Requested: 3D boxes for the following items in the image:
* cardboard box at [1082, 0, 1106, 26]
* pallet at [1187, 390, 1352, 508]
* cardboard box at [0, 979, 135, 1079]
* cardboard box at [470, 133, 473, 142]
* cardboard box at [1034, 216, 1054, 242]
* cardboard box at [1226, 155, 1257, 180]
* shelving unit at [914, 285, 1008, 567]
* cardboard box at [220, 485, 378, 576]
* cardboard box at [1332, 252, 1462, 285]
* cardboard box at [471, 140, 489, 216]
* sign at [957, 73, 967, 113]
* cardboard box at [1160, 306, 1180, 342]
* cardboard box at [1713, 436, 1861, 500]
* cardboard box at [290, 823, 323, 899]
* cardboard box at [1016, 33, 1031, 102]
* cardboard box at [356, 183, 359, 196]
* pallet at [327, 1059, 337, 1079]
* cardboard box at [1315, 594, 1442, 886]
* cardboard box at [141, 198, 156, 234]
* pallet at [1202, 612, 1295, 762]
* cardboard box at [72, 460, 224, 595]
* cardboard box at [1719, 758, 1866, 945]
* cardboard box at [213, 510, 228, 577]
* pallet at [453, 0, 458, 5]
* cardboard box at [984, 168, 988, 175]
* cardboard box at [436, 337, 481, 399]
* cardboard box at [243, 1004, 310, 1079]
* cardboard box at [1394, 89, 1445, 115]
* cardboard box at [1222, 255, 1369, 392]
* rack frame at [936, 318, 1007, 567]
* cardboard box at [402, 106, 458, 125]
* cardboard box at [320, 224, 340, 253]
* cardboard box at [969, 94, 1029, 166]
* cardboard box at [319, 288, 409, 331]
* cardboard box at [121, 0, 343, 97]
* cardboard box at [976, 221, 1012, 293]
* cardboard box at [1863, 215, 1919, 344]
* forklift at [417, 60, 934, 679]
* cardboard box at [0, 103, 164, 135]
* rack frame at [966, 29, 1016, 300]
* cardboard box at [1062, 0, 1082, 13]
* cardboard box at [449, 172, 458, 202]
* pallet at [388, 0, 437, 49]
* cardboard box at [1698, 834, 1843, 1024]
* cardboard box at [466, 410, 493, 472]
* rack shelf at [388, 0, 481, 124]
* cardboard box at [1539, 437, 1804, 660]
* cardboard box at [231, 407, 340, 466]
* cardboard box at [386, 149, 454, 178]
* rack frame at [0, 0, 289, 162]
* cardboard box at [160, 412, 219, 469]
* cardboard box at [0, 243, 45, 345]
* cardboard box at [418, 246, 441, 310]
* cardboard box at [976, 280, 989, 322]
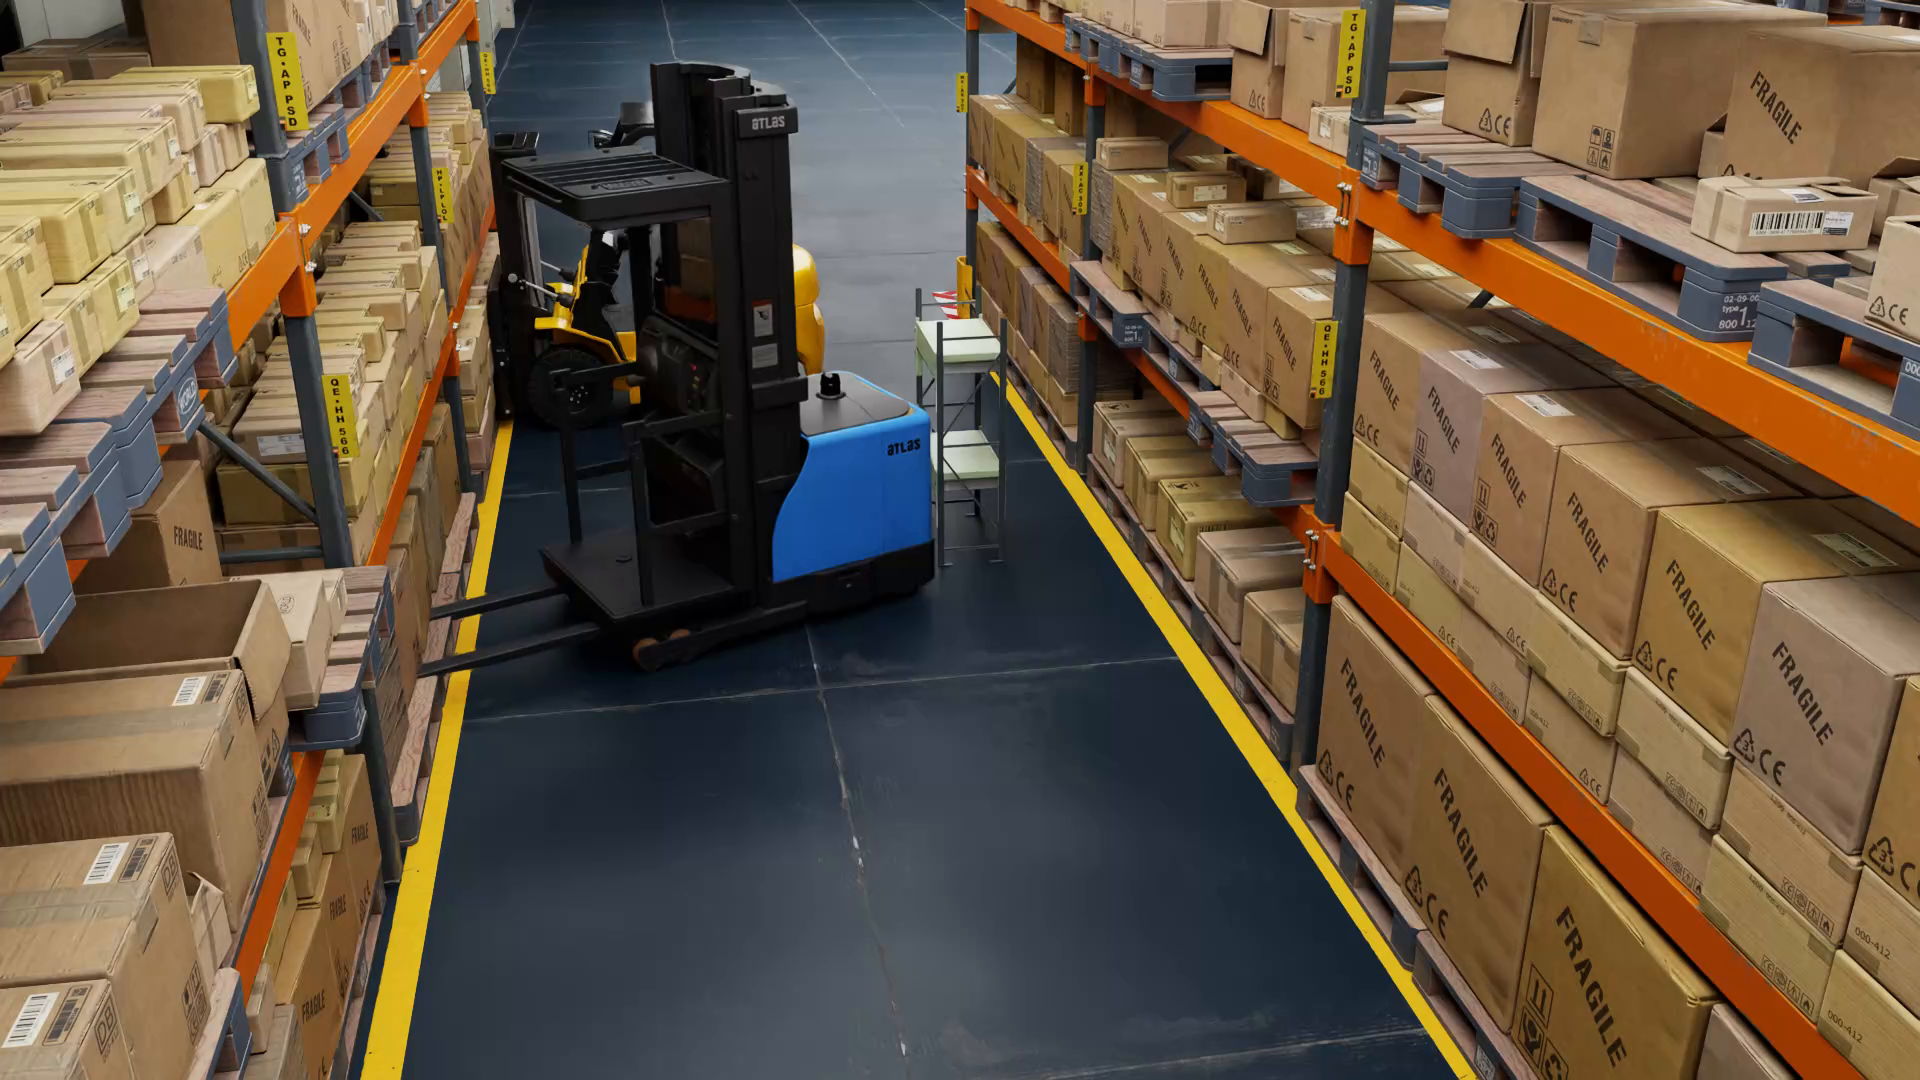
[{"bbox_3d":[1.008,-3.102,9.520,0.500,0.250,0.500,-5,24,-11],"label":"cardboard box"},{"bbox_3d":[1.797,-0.474,7.828,1.213,0.211,1.003,-4,24,-10],"label":"pallet"},{"bbox_3d":[-1.974,1.207,3.088,0.700,0.500,0.500,-4,24,-8],"label":"cardboard box"},{"bbox_3d":[-3.920,-3.090,12.642,0.380,0.149,0.250,-4,24,-9],"label":"cardboard box"},{"bbox_3d":[0.744,-2.251,11.971,0.380,0.149,0.250,-5,24,-11],"label":"cardboard box"},{"bbox_3d":[1.741,-2.100,9.479,0.380,0.149,0.250,-5,24,-11],"label":"cardboard box"},{"bbox_3d":[-0.001,-0.690,9.956,0.431,1.500,0.755,-4,24,-10],"label":"shelving unit"},{"bbox_3d":[-2.686,-0.045,6.792,0.500,0.250,0.500,-4,24,-10],"label":"cardboard box"},{"bbox_3d":[2.074,-1.063,7.915,0.500,0.500,0.500,-3,24,-7],"label":"cardboard box"},{"bbox_3d":[-3.887,-2.735,12.639,0.500,0.500,0.500,-4,24,-8],"label":"cardboard box"},{"bbox_3d":[0.021,-3.793,14.105,0.100,0.325,0.005,-4,24,-10],"label":"sign"},{"bbox_3d":[1.299,-1.185,9.005,0.380,0.149,0.250,-3,24,-8],"label":"cardboard box"},{"bbox_3d":[2.661,-0.013,5.158,0.500,0.500,0.500,-5,24,-11],"label":"cardboard box"},{"bbox_3d":[-2.418,1.122,5.721,0.380,0.149,0.250,-5,24,-12],"label":"cardboard box"},{"bbox_3d":[0.863,-3.892,13.668,0.700,0.500,0.500,-5,24,-11],"label":"cardboard box"},{"bbox_3d":[-4.057,-2.349,10.946,0.380,0.149,0.250,-4,24,-8],"label":"cardboard box"},{"bbox_3d":[-2.521,2.132,5.104,1.003,0.211,1.213,-4,24,-10],"label":"pallet"},{"bbox_3d":[2.079,0.769,6.871,0.875,0.875,0.875,-5,24,-10],"label":"cardboard box"},{"bbox_3d":[-2.404,-0.883,4.465,0.380,0.149,0.250,-4,24,-9],"label":"cardboard box"},{"bbox_3d":[1.890,0.681,8.428,1.003,0.211,1.213,-4,24,-10],"label":"pallet"},{"bbox_3d":[-2.902,0.055,5.727,0.500,0.500,0.500,-3,24,-7],"label":"cardboard box"},{"bbox_3d":[2.353,0.772,4.298,0.500,0.250,0.500,-4,24,-8],"label":"cardboard box"},{"bbox_3d":[-3.179,-0.010,6.713,0.500,0.250,0.500,-5,24,-11],"label":"cardboard box"},{"bbox_3d":[-4.218,-4.122,12.302,1.003,0.211,1.213,-4,24,-10],"label":"pallet"},{"bbox_3d":[0.413,-3.172,14.080,0.380,0.149,0.250,-4,24,-10],"label":"cardboard box"},{"bbox_3d":[-3.365,-1.098,10.679,0.500,0.250,0.500,-5,24,-11],"label":"cardboard box"},{"bbox_3d":[-2.259,1.789,5.005,0.500,0.500,0.500,-5,24,-12],"label":"cardboard box"},{"bbox_3d":[2.095,-1.840,7.135,0.396,0.266,0.258,-4,24,-10],"label":"cardboard box"},{"bbox_3d":[1.570,-1.025,7.828,0.500,0.500,0.500,-5,24,-11],"label":"cardboard box"},{"bbox_3d":[0.066,-0.546,9.626,0.400,1.500,0.023,-4,24,-10],"label":"rack frame"},{"bbox_3d":[-3.926,-3.123,12.345,0.380,0.149,0.250,-4,24,-9],"label":"cardboard box"},{"bbox_3d":[-3.729,-1.683,9.421,0.380,0.149,0.250,-5,24,-11],"label":"cardboard box"},{"bbox_3d":[0.369,-3.412,13.818,0.500,0.500,0.500,-5,24,-11],"label":"cardboard box"},{"bbox_3d":[-2.912,-1.121,8.132,0.380,0.149,0.250,-5,24,-11],"label":"cardboard box"},{"bbox_3d":[-2.930,-2.074,6.728,0.700,0.500,0.500,-5,24,-11],"label":"cardboard box"},{"bbox_3d":[0.436,-2.365,13.892,0.500,0.500,0.500,-5,24,-12],"label":"cardboard box"},{"bbox_3d":[2.404,-0.574,3.655,0.500,0.311,0.500,-4,24,-10],"label":"cardboard box"},{"bbox_3d":[-1.660,-0.901,8.651,3.031,2.935,1.130,-15,28,-30],"label":"forklift"},{"bbox_3d":[-2.440,-1.117,4.630,0.380,0.149,0.250,-5,24,-11],"label":"cardboard box"},{"bbox_3d":[0.554,-3.437,14.371,1.000,3.000,0.127,-4,24,-10],"label":"rack frame"},{"bbox_3d":[0.947,-3.460,10.492,0.500,0.250,0.500,-5,24,-10],"label":"cardboard box"},{"bbox_3d":[-3.482,-2.287,10.803,0.380,0.149,0.250,-4,24,-9],"label":"cardboard box"},{"bbox_3d":[-3.767,-3.162,10.105,1.003,0.211,1.213,-4,24,-10],"label":"pallet"},{"bbox_3d":[2.349,0.994,4.414,0.500,0.250,0.500,-5,24,-10],"label":"cardboard box"},{"bbox_3d":[-3.348,-0.641,10.882,0.500,0.250,0.500,-4,24,-9],"label":"cardboard box"},{"bbox_3d":[-3.954,-3.326,11.269,1.077,0.370,4.000,-4,24,-10],"label":"rack shelf"},{"bbox_3d":[2.156,0.016,5.091,0.500,0.500,0.500,-4,24,-9],"label":"cardboard box"},{"bbox_3d":[-2.614,-0.411,6.508,0.380,0.149,0.250,-4,24,-8],"label":"cardboard box"},{"bbox_3d":[-3.491,-2.426,10.749,0.380,0.149,0.250,-4,24,-9],"label":"cardboard box"},{"bbox_3d":[-2.844,-2.670,5.121,1.000,3.000,0.127,-4,24,-10],"label":"rack frame"},{"bbox_3d":[-3.103,-0.377,6.430,0.380,0.149,0.250,-4,24,-8],"label":"cardboard box"},{"bbox_3d":[-1.927,-0.434,3.040,0.380,0.149,0.250,-5,24,-11],"label":"cardboard box"},{"bbox_3d":[-3.242,-1.480,9.455,0.500,0.250,0.500,-5,24,-11],"label":"cardboard box"},{"bbox_3d":[0.431,-2.031,14.064,0.500,0.250,0.500,-5,24,-10],"label":"cardboard box"}]
